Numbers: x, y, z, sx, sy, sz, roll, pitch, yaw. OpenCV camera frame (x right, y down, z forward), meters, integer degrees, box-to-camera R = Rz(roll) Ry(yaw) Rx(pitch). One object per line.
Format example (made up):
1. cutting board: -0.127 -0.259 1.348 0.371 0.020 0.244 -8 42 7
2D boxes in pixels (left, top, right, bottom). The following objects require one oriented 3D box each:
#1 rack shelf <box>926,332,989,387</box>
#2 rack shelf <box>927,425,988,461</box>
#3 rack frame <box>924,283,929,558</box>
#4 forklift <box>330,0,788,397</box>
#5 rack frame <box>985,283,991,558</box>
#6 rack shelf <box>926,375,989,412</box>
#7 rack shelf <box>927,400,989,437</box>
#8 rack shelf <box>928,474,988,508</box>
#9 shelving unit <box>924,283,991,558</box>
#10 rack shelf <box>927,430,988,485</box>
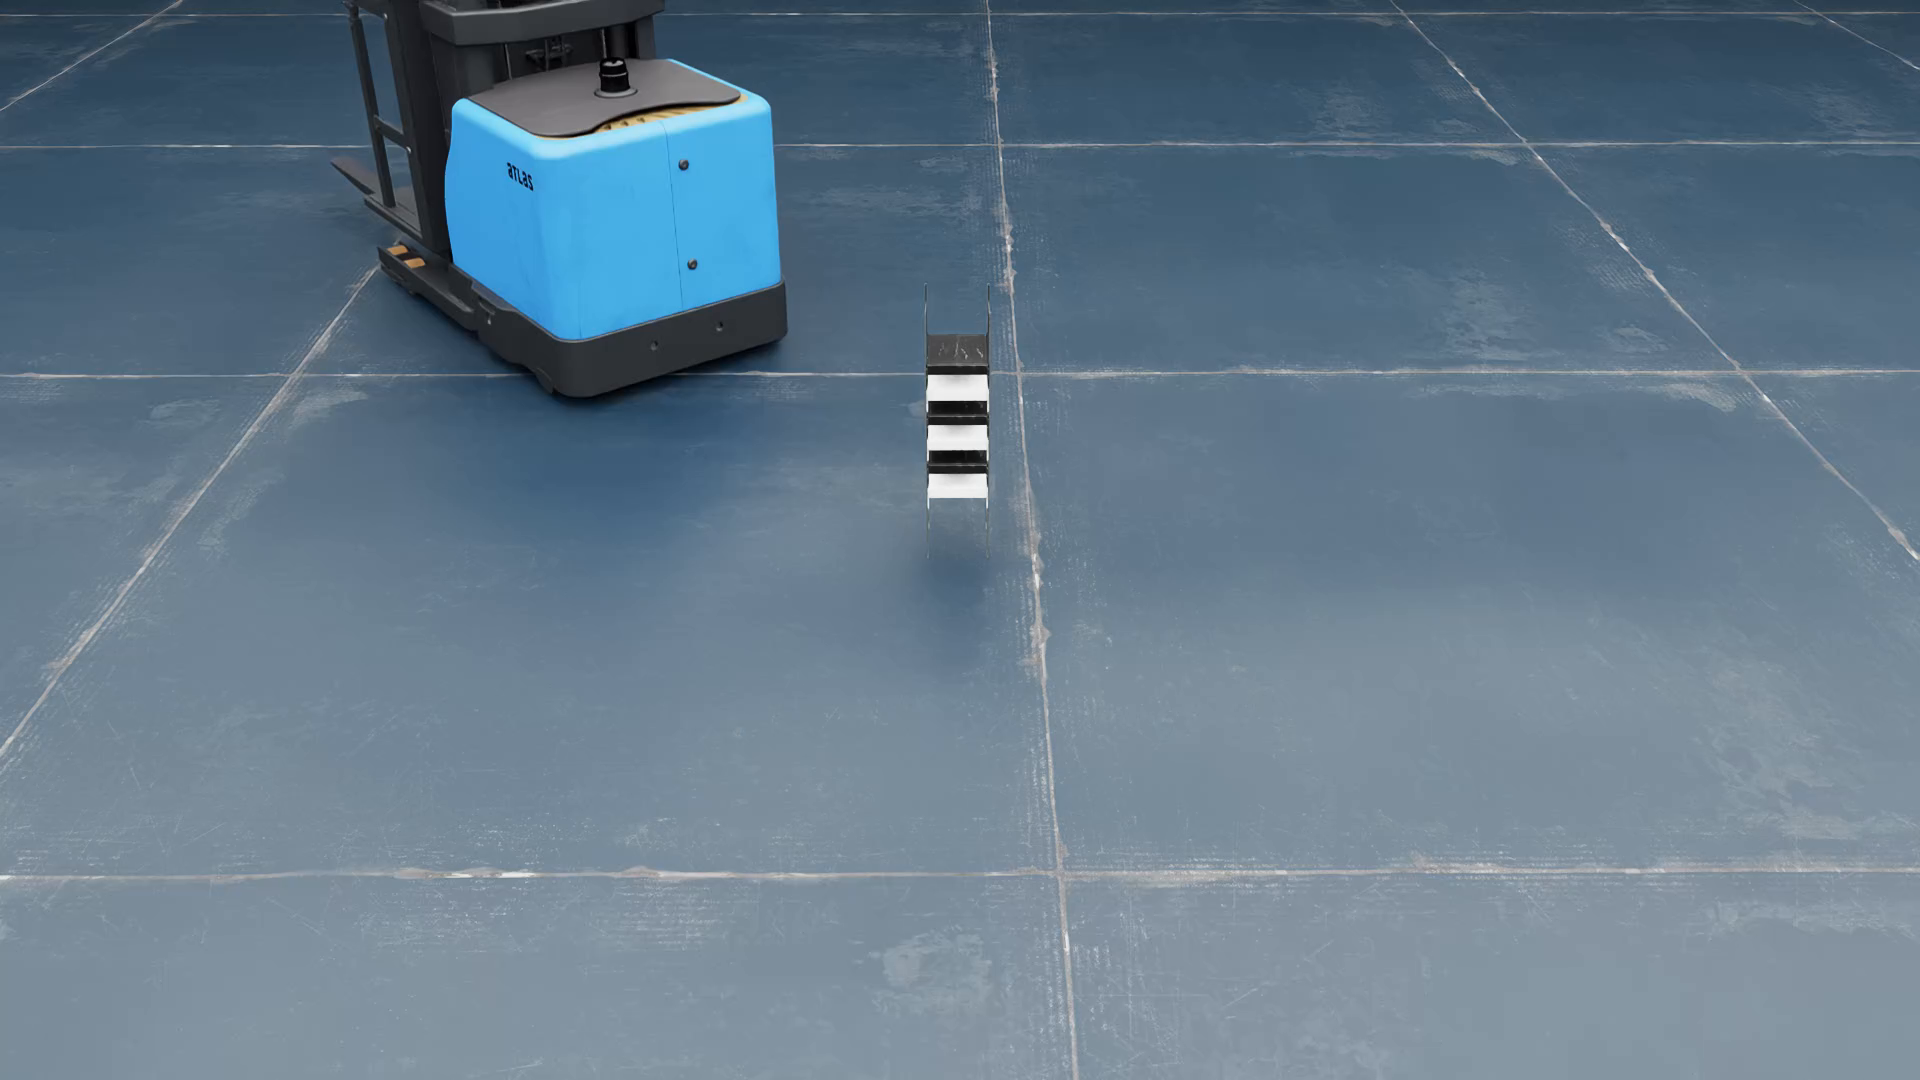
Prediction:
1. rack shelf: -0.008 -0.587 5.394 0.200 0.077 0.258 0 31 0
2. rack shelf: -0.008 -0.356 5.534 0.200 0.077 0.258 0 31 0
3. rack frame: -0.110 -0.384 5.516 0.006 0.900 0.240 0 31 0
4. forklift: -2.038 -2.514 7.068 1.130 2.935 3.031 -22 38 -32
5. rack frame: 0.094 -0.385 5.517 0.006 0.900 0.240 0 31 0
6. rack shelf: -0.008 -0.510 5.440 0.200 0.077 0.258 0 31 0
7. rack shelf: -0.008 -0.433 5.487 0.200 0.077 0.258 0 31 0
8. rack shelf: -0.008 -0.202 5.627 0.200 0.077 0.258 0 31 0
9. shelving unit: -0.008 -0.385 5.517 0.210 0.900 0.258 0 31 0
10. rack shelf: -0.008 -0.279 5.581 0.200 0.077 0.258 0 31 0
